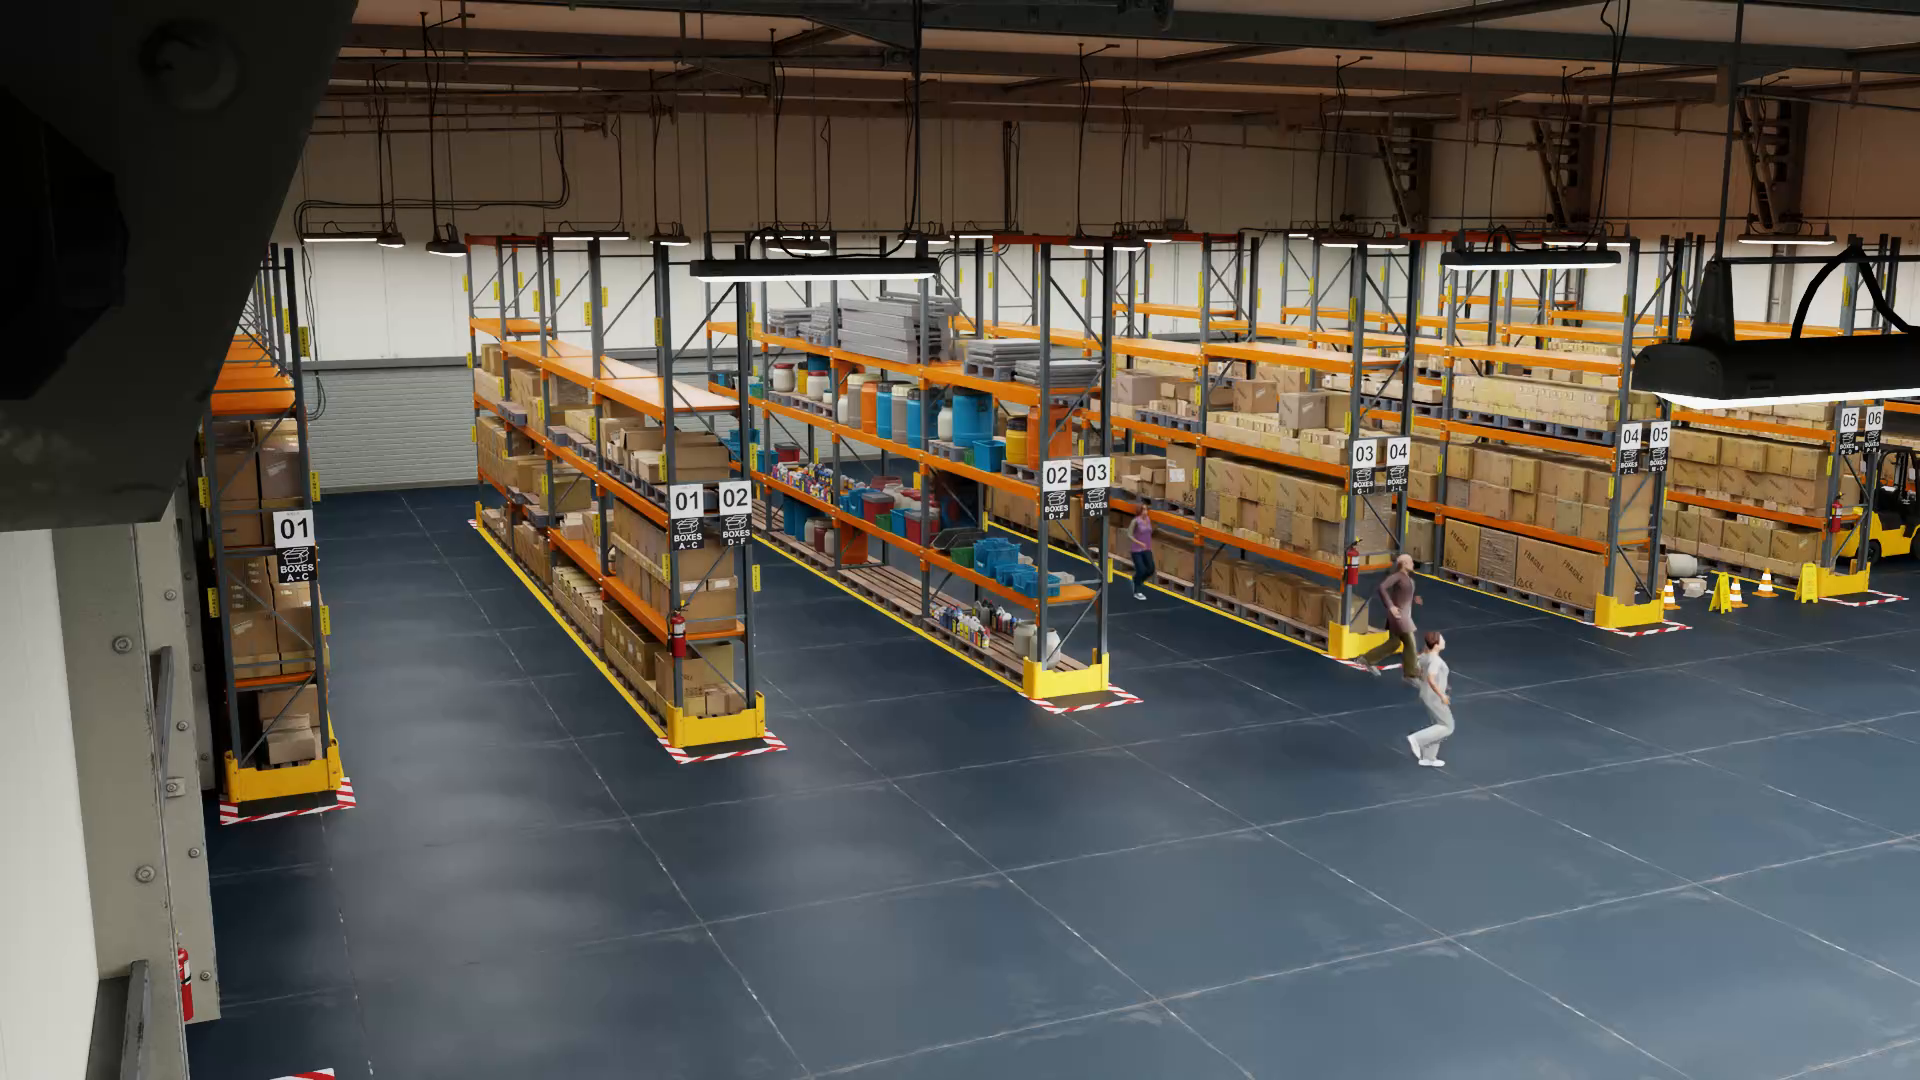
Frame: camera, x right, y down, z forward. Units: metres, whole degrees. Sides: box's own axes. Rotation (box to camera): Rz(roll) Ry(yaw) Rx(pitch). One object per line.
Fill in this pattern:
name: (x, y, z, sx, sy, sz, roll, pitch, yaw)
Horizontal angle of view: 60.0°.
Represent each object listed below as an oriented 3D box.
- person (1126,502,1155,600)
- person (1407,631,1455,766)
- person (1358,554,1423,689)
person: (2.900, 0.225, 26.564, 0.543, 1.485, 0.497, -8, 13, -34)
person: (5.483, 1.851, 19.366, 0.570, 1.626, 0.556, -1, 11, -5)
person: (6.050, 1.085, 22.987, 0.997, 1.787, 0.737, 5, 12, 26)
